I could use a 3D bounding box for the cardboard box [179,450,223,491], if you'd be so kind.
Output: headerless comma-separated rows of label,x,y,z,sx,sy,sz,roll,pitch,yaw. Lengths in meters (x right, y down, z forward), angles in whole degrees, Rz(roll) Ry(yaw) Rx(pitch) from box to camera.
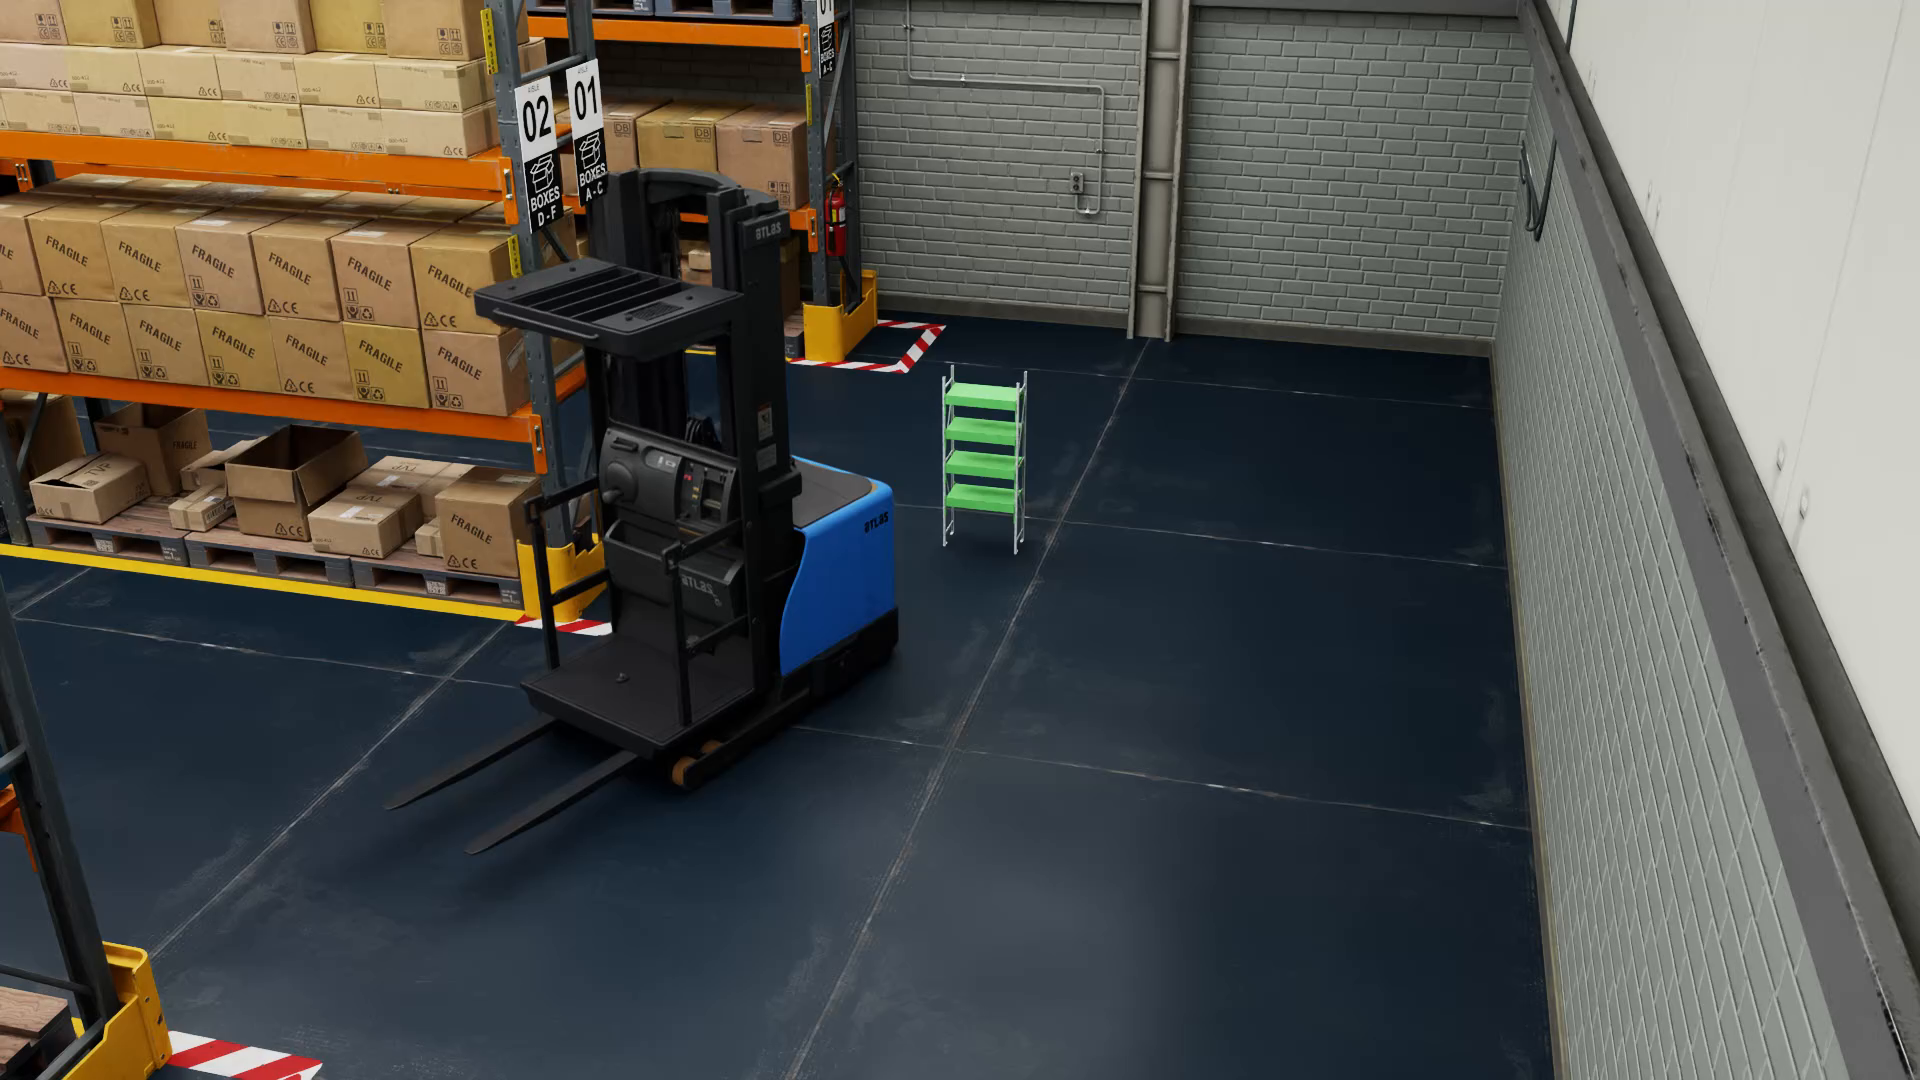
cardboard box,-5.189,-0.476,11.565,0.250,0.149,0.380,6,26,13

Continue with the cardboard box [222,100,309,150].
cardboard box,-3.848,-2.432,9.554,0.500,0.250,0.500,6,26,13

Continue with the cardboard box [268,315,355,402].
cardboard box,-3.802,-1.184,10.131,0.500,0.500,0.500,7,26,13

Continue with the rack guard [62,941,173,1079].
rack guard,-3.526,2.093,6.271,0.348,0.500,1.175,6,26,13

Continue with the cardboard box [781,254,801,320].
cardboard box,-1.788,-2.251,14.908,0.500,0.500,0.700,6,26,13

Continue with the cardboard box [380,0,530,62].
cardboard box,-2.817,-2.993,9.279,0.500,0.500,0.700,6,26,13

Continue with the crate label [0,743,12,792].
crate label,-3.710,0.853,6.095,0.303,0.233,0.416,6,26,13

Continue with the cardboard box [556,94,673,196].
cardboard box,-3.025,-3.501,14.766,0.700,0.700,0.980,5,26,10

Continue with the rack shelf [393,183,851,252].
rack shelf,-3.022,-3.046,14.996,4.000,0.370,1.077,6,26,13

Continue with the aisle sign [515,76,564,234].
aisle sign,-2.326,-2.133,9.217,0.004,0.787,0.394,6,26,13

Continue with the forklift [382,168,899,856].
forklift,-1.636,-0.278,8.425,1.130,2.935,3.031,17,30,32

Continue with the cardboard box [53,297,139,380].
cardboard box,-5.267,-1.346,10.471,0.500,0.500,0.500,7,26,14

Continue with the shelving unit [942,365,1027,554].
shelving unit,0.160,-0.524,10.955,0.503,1.200,0.258,6,26,13

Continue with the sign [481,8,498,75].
sign,-2.473,-2.619,8.743,0.005,0.325,0.100,6,26,13

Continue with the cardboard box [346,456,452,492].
cardboard box,-3.740,-0.335,11.150,0.500,0.250,0.500,6,26,13

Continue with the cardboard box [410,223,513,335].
cardboard box,-2.815,-1.524,9.682,0.500,0.500,0.500,6,26,13

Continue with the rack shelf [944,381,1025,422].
rack shelf,0.160,-0.900,10.776,0.480,0.148,0.258,6,26,13

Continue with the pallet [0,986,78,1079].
pallet,-4.342,2.122,6.547,1.213,0.211,1.003,6,26,13

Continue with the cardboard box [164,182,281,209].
cardboard box,-4.650,-1.965,10.608,0.500,0.500,0.500,7,26,13

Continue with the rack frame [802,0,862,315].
rack frame,-1.085,-3.157,14.391,0.127,3.000,1.000,6,26,13

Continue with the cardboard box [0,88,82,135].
cardboard box,-5.297,-2.599,9.904,0.500,0.250,0.500,6,26,13

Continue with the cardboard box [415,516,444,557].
cardboard box,-3.273,-0.050,10.650,0.250,0.166,0.380,6,26,13

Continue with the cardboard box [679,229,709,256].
cardboard box,-2.350,-2.695,15.086,0.250,0.149,0.380,7,26,13

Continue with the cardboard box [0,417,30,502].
cardboard box,-6.739,-0.526,11.261,0.500,0.500,0.500,6,26,13

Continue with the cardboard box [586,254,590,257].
cardboard box,-3.278,-2.412,15.247,0.500,0.500,0.700,7,26,14

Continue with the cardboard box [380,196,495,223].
cardboard box,-3.188,-1.801,10.264,0.500,0.500,0.500,7,26,14

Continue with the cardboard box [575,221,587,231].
cardboard box,-3.585,-2.831,15.371,0.250,0.149,0.380,5,26,11

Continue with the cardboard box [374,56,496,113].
cardboard box,-2.877,-2.555,9.231,0.500,0.250,0.500,6,26,13

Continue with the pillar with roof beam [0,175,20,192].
pillar with roof beam,-10.949,-5.429,12.185,0.400,9.000,9.100,6,26,13

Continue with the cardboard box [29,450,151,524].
cardboard box,-5.837,-0.372,11.158,0.500,0.311,0.500,6,26,13

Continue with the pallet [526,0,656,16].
pallet,-2.992,-4.676,14.196,1.213,0.211,1.003,6,26,13

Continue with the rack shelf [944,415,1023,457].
rack shelf,0.160,-0.683,10.879,0.480,0.148,0.258,6,26,13

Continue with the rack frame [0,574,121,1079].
rack frame,-3.553,0.968,5.728,0.127,3.000,1.000,6,26,13

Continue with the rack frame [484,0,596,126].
rack frame,-2.316,-3.803,8.769,0.127,3.000,1.000,6,26,13

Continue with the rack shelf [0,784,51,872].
rack shelf,-5.490,1.078,6.333,4.000,0.370,1.077,6,26,13

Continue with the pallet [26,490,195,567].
pallet,-5.525,-0.189,11.402,1.213,0.211,1.003,6,26,13

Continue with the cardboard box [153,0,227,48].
cardboard box,-4.252,-3.183,9.678,0.500,0.500,0.700,6,26,13

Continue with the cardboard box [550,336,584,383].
cardboard box,-2.680,-1.297,10.368,0.500,0.500,0.500,7,26,14

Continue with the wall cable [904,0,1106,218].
wall cable,0.390,-3.872,14.712,1.851,1.984,0.084,6,26,13

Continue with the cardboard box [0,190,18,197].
cardboard box,-10.014,-3.242,16.967,0.500,0.500,0.700,6,26,13

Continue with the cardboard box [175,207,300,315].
cardboard box,-4.305,-1.686,10.023,0.500,0.500,0.500,7,26,15

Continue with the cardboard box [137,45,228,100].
cardboard box,-4.330,-2.715,9.566,0.500,0.250,0.500,6,26,13

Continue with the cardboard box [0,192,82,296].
cardboard box,-5.803,-1.851,10.370,0.500,0.500,0.500,7,26,14
